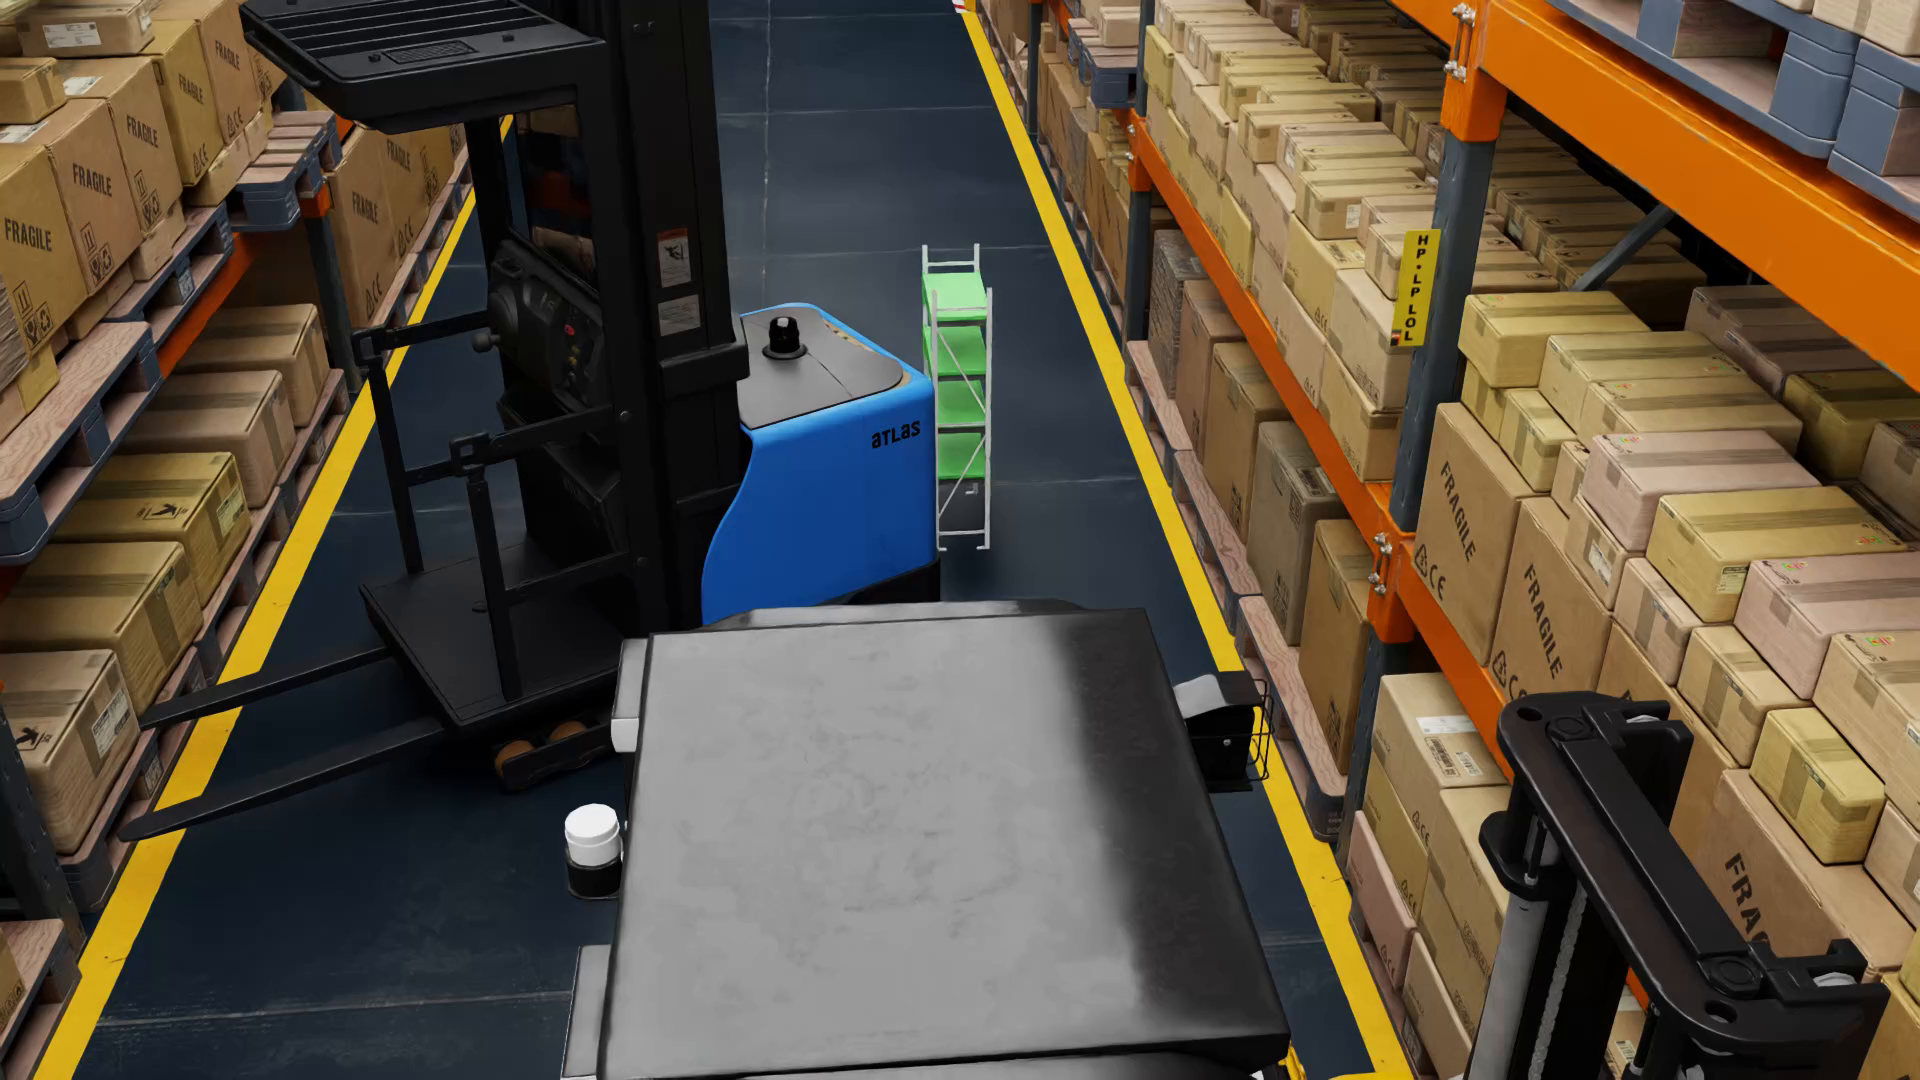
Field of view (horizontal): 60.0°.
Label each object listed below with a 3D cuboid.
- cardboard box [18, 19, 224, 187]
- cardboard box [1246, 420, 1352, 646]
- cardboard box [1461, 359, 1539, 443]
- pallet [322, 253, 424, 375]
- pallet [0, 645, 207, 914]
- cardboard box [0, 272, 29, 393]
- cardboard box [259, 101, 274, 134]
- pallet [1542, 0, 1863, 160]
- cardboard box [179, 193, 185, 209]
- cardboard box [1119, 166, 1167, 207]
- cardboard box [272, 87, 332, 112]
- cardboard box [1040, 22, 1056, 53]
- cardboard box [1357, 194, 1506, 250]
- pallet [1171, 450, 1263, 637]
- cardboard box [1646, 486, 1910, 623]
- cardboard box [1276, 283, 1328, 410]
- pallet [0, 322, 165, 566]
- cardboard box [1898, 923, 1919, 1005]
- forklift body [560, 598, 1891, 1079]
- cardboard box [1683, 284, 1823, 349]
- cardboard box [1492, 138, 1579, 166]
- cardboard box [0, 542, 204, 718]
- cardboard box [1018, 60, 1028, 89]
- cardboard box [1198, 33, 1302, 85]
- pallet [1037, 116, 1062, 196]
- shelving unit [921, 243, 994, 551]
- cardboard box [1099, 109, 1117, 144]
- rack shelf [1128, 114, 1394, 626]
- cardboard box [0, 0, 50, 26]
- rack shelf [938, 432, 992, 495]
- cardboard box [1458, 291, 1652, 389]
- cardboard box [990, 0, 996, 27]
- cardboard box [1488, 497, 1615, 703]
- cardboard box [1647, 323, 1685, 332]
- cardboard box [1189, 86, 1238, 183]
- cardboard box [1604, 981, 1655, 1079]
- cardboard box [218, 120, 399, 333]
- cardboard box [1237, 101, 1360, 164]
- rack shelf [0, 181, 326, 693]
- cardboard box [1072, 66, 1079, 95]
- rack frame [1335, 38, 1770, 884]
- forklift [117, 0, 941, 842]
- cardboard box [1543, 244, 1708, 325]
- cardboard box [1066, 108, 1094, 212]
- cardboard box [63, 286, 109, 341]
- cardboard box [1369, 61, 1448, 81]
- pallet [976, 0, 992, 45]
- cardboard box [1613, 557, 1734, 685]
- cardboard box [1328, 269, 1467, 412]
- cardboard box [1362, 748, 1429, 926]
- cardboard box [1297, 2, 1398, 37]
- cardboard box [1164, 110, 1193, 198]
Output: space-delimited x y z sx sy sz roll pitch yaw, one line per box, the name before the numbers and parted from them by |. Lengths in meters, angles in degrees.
cardboard box | -3.148 -1.643 6.279 0.500 0.500 0.500 -5 31 -8
cardboard box | 1.616 -0.053 6.319 0.875 0.625 0.625 -3 31 -5
cardboard box | 1.509 -0.376 4.224 0.380 0.149 0.250 -3 31 -5
pallet | -3.573 -1.241 9.122 1.003 0.211 1.213 -3 31 -5
pallet | -3.275 0.810 5.688 1.003 0.211 1.213 -3 31 -5
cardboard box | -2.959 -0.594 4.522 0.500 0.500 0.500 -2 31 -3
cardboard box | -3.212 -1.815 7.199 0.380 0.149 0.250 -2 31 -4
pallet | 1.846 -1.045 3.236 1.003 0.211 1.213 -3 31 -5
cardboard box | -3.191 -1.285 6.312 0.380 0.149 0.250 -3 31 -4
cardboard box | 1.069 -1.897 8.897 0.380 0.149 0.250 -4 31 -7
cardboard box | -3.370 -2.230 8.204 0.500 0.250 0.500 -3 31 -5
cardboard box | 0.762 -3.504 11.586 0.380 0.149 0.250 -1 31 -2
cardboard box | 1.475 -0.973 5.224 0.380 0.149 0.250 -3 31 -5
pallet | 1.516 -0.031 7.096 1.003 0.211 1.213 -3 31 -5
cardboard box | 1.595 0.025 3.263 0.380 0.149 0.250 -3 31 -5
cardboard box | 1.381 -0.666 5.587 0.500 0.250 0.500 -3 31 -5
pallet | -3.127 -0.305 5.022 1.003 0.211 1.213 -3 31 -5
cardboard box | 1.659 0.674 2.467 0.380 0.149 0.250 -3 31 -4
forklift body | 0.121 1.296 2.982 2.313 2.155 1.214 -3 31 -5
cardboard box | 2.072 -0.530 4.192 0.380 0.149 0.250 -3 31 -4
cardboard box | 1.884 -1.265 5.713 0.380 0.149 0.250 -3 31 -5
cardboard box | -3.323 0.323 5.936 0.950 0.372 0.625 -1 31 -1
cardboard box | 0.649 -3.541 12.623 0.380 0.149 0.250 -4 31 -6
cardboard box | 1.216 -2.017 6.972 0.380 0.149 0.250 -2 31 -4
pallet | 1.107 -2.703 11.570 1.003 0.211 1.213 -3 31 -5
shelving unit | -0.015 -0.600 7.084 0.258 1.200 0.503 -3 31 -5
cardboard box | 1.029 -2.436 9.799 0.380 0.149 0.250 -3 31 -5
rack shelf | 1.554 -0.942 6.603 1.077 0.370 4.000 -3 31 -5
cardboard box | -3.707 -1.876 6.669 0.500 0.500 0.500 -1 31 -2
rack shelf | -0.015 -0.339 7.240 0.258 0.148 0.480 -3 31 -5
cardboard box | 1.475 -0.502 4.145 0.380 0.149 0.250 -2 31 -4
cardboard box | 0.624 -4.708 14.235 0.700 0.500 0.500 -2 31 -3
cardboard box | 1.588 0.232 3.839 0.500 0.500 0.500 -2 31 -4
cardboard box | 1.949 -0.651 5.074 0.500 0.250 0.500 -3 31 -5
cardboard box | 1.242 -1.660 6.763 0.500 0.250 0.500 -4 31 -6
cardboard box | 1.569 1.118 3.749 0.500 0.250 0.500 -2 31 -3
cardboard box | -3.556 -1.657 8.761 0.875 0.875 0.875 -3 31 -5
cardboard box | 1.237 -1.497 6.102 0.380 0.149 0.250 -4 31 -6
rack shelf | -3.388 -0.702 6.202 1.077 0.370 4.000 -3 31 -5
cardboard box | 0.926 -2.967 10.687 0.380 0.149 0.250 -3 31 -5
rack frame | 1.741 -0.230 4.709 1.000 3.000 0.127 -3 31 -5
forklift | -1.581 -0.700 5.563 3.031 2.935 1.130 -19 36 -29
cardboard box | 1.922 -0.741 4.835 0.380 0.149 0.250 -3 31 -6
cardboard box | 0.959 -2.372 10.324 0.500 0.500 0.500 -4 31 -6
cardboard box | -3.037 -0.762 5.436 0.380 0.149 0.250 -2 31 -4
cardboard box | 1.844 -1.791 6.593 0.380 0.149 0.250 -3 31 -5
pallet | 0.702 -4.713 14.935 1.003 0.211 1.213 -3 31 -5
cardboard box | 1.559 0.152 3.341 0.380 0.149 0.250 -3 31 -5
cardboard box | 1.440 -0.618 5.019 0.500 0.250 0.500 -3 31 -6
cardboard box | 1.479 0.818 4.740 0.500 0.250 0.500 -3 31 -5
cardboard box | 1.735 -2.309 7.460 0.380 0.149 0.250 -2 31 -3
cardboard box | 1.207 -1.712 7.337 0.500 0.250 0.500 -3 31 -6
